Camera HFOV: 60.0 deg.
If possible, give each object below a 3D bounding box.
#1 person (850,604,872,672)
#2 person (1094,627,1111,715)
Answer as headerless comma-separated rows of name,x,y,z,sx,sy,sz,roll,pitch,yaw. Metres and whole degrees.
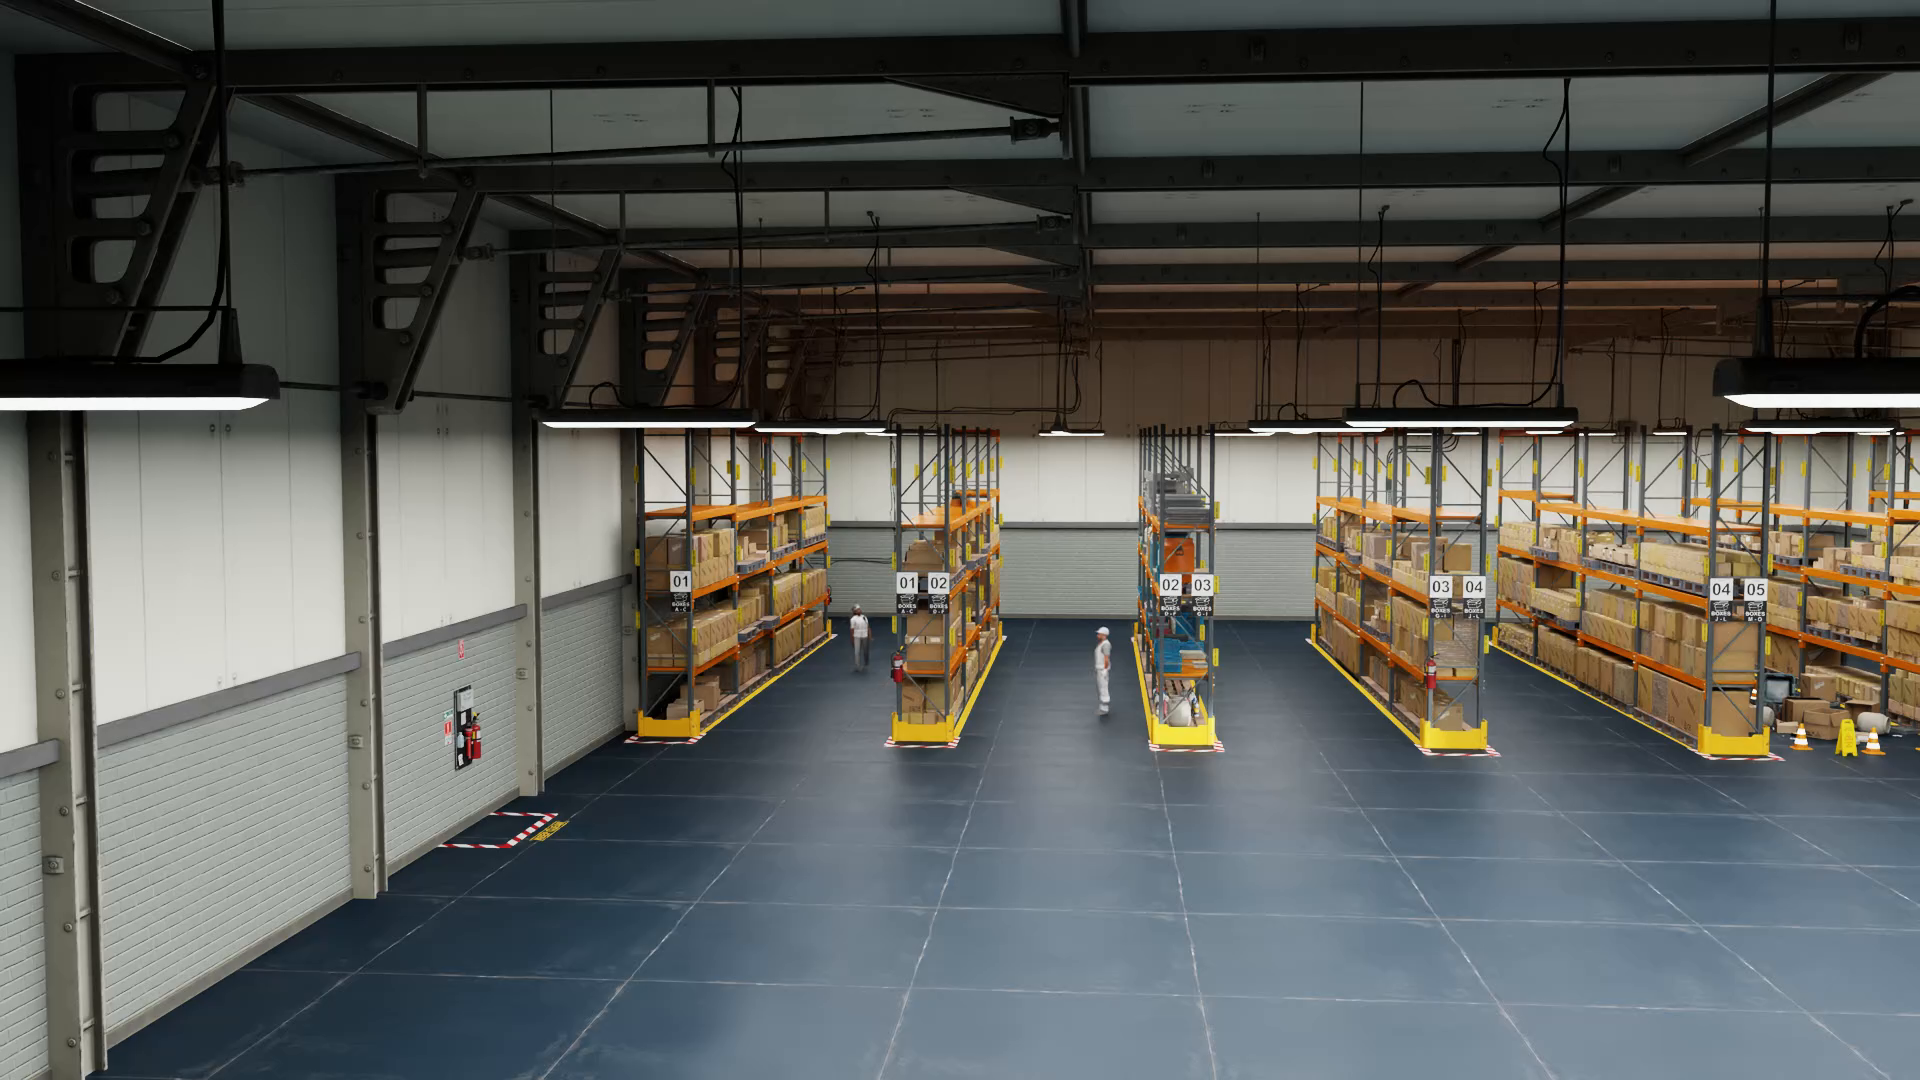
person,-2.435,2.401,41.079,0.550,1.628,0.931,0,3,-1
person,2.937,2.717,34.652,0.395,1.794,0.584,0,4,-8
